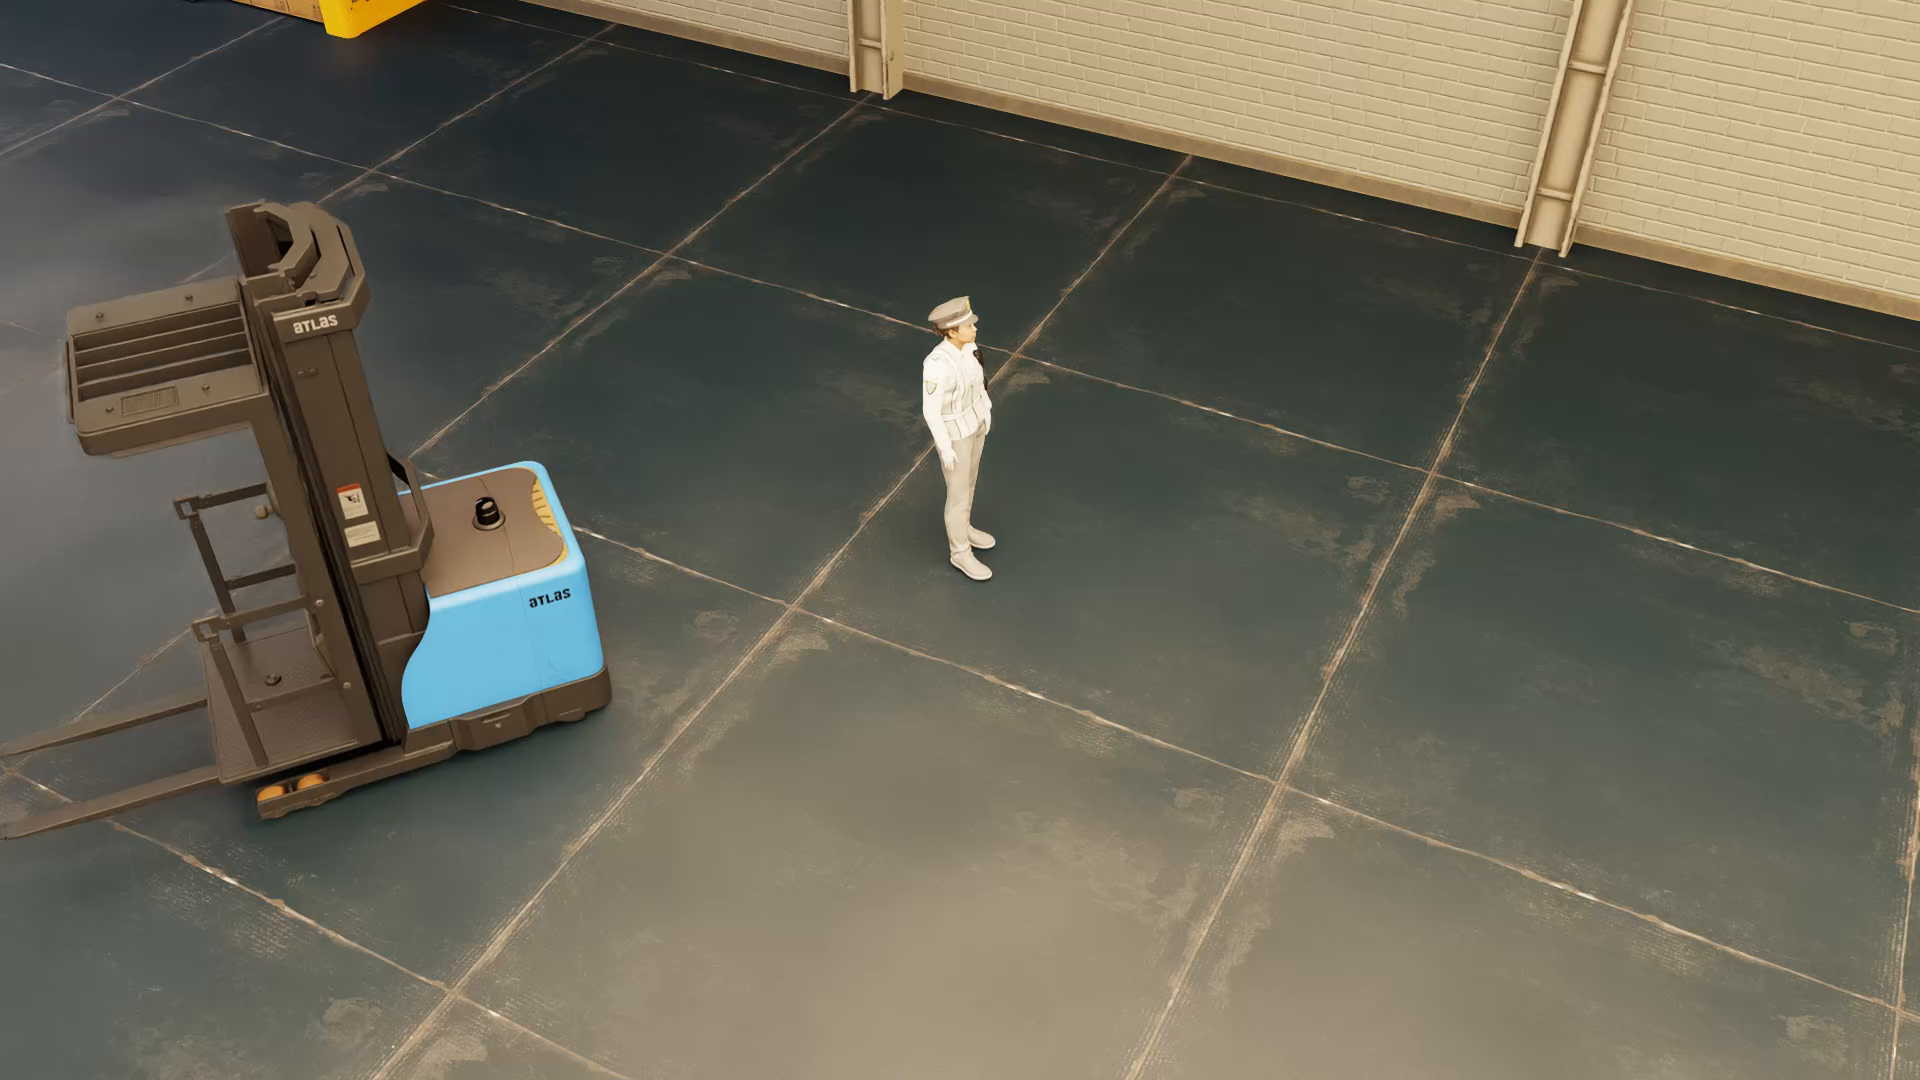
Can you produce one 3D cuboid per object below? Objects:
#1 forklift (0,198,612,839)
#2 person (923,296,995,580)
[{"bbox_3d":[-3.472,-0.080,8.082,3.031,2.935,1.130,-16,43,-18],"label":"forklift"},{"bbox_3d":[0.058,-0.629,9.682,0.530,1.694,0.586,18,43,21],"label":"person"}]
